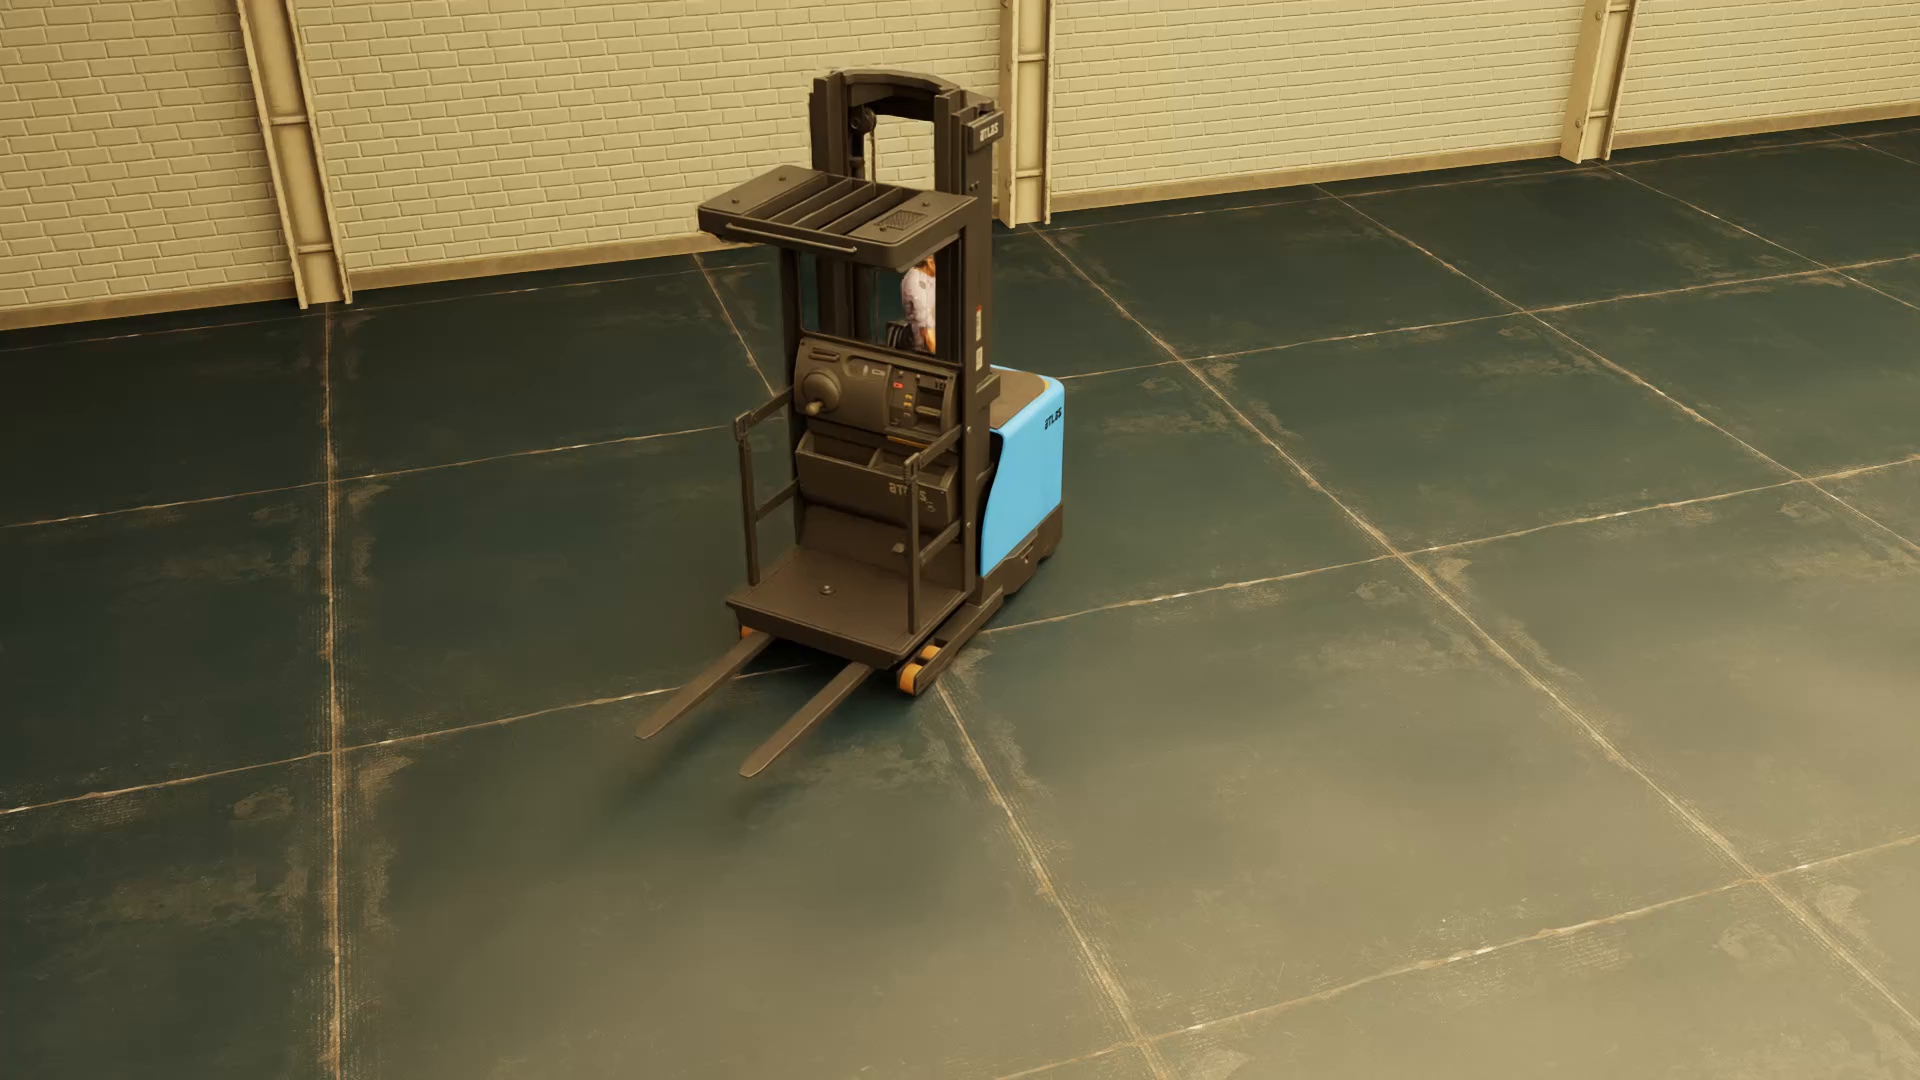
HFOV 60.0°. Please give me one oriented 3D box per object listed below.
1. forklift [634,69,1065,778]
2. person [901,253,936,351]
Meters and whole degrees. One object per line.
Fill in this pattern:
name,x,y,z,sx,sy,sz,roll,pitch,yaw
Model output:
forklift,-0.540,-0.722,8.342,1.130,2.935,3.031,15,33,25
person,-0.184,-1.204,10.643,0.696,1.530,0.913,-6,31,-11
